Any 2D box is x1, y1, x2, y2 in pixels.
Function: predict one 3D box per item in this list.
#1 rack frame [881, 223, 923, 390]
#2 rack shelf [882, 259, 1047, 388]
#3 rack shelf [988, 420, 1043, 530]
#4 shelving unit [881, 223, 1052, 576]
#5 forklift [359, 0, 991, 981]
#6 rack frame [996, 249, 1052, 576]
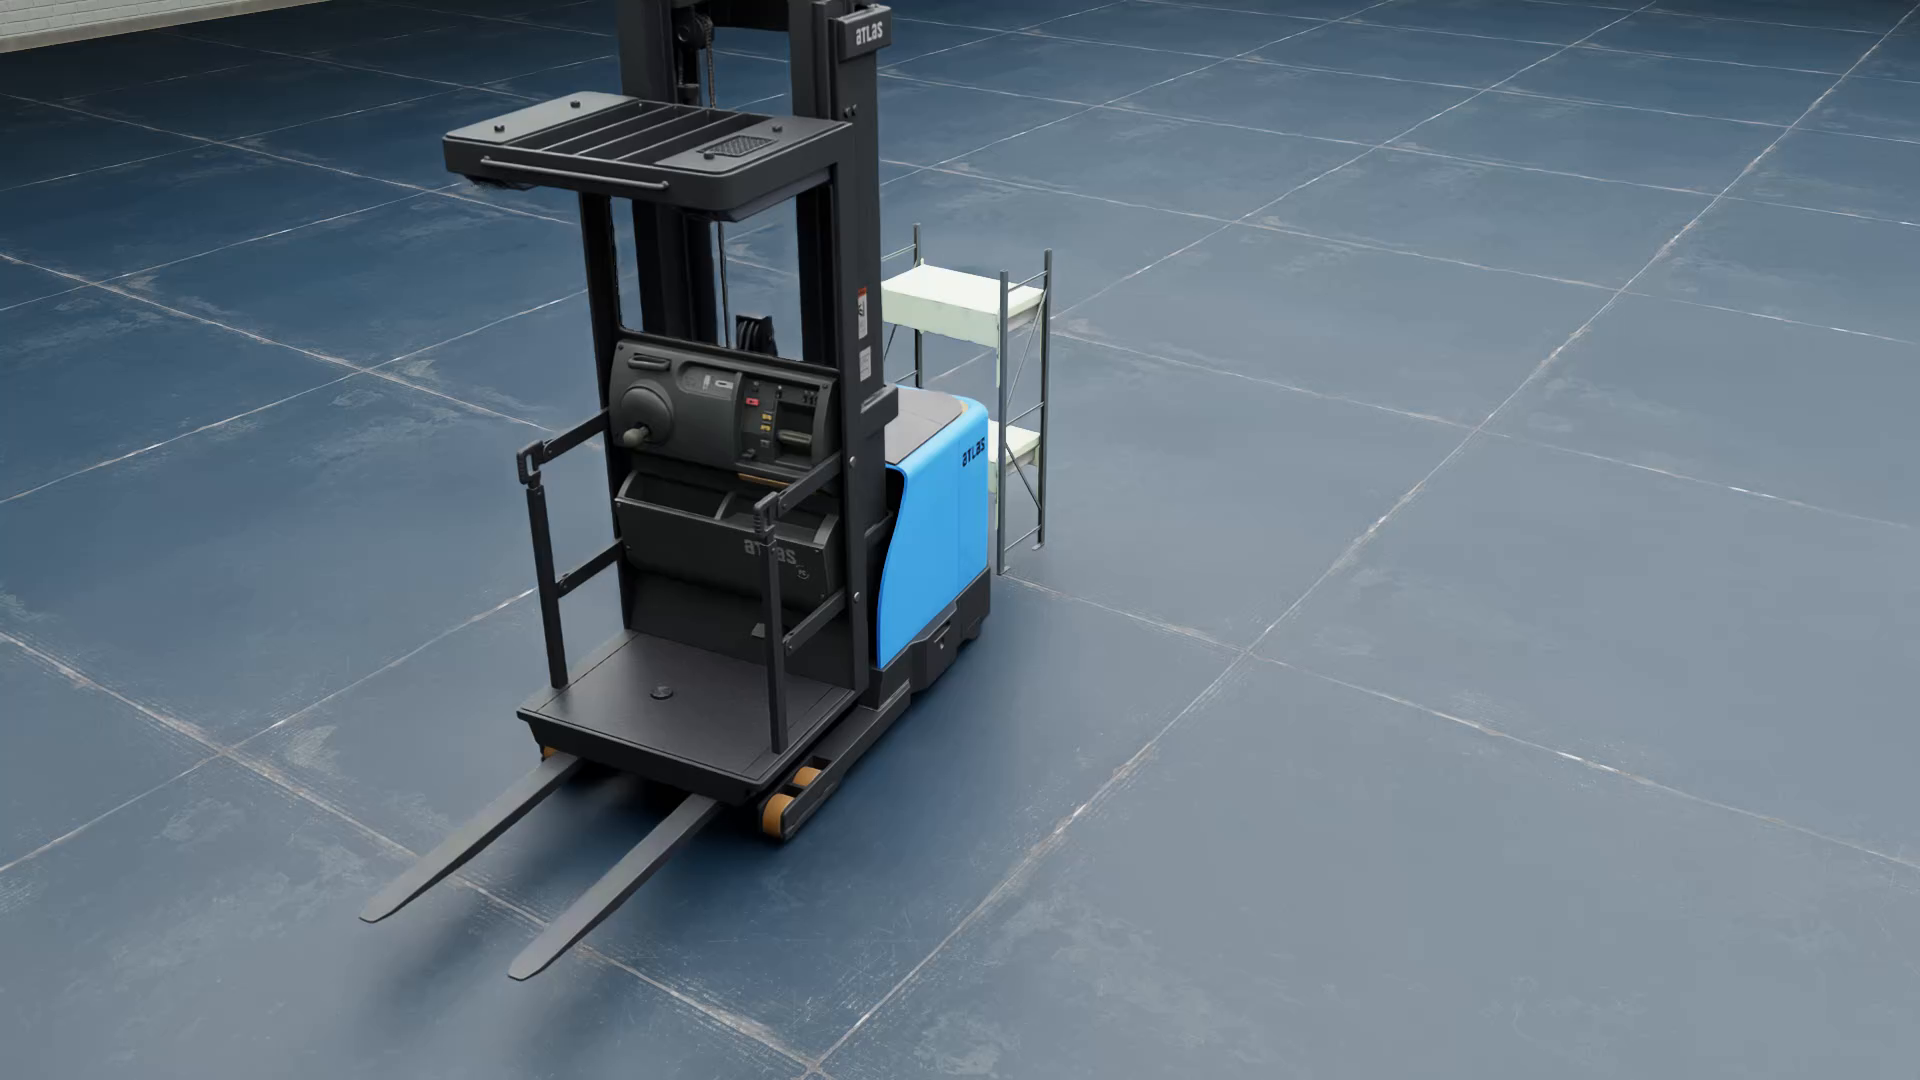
[{"bbox_3d":[-0.307,-0.764,8.098,0.023,1.500,0.400,17,32,30],"label":"rack frame"},{"bbox_3d":[-0.006,-1.018,7.736,0.720,0.370,0.431,17,32,30],"label":"rack shelf"},{"bbox_3d":[-0.006,-0.380,8.061,0.720,0.370,0.431,17,32,30],"label":"rack shelf"},{"bbox_3d":[-0.006,-0.670,7.913,0.755,1.500,0.431,17,32,30],"label":"shelving unit"},{"bbox_3d":[-0.971,-0.438,5.878,1.130,2.935,3.031,13,30,23],"label":"forklift"},{"bbox_3d":[0.296,-0.576,7.729,0.023,1.500,0.400,17,32,30],"label":"rack frame"}]
